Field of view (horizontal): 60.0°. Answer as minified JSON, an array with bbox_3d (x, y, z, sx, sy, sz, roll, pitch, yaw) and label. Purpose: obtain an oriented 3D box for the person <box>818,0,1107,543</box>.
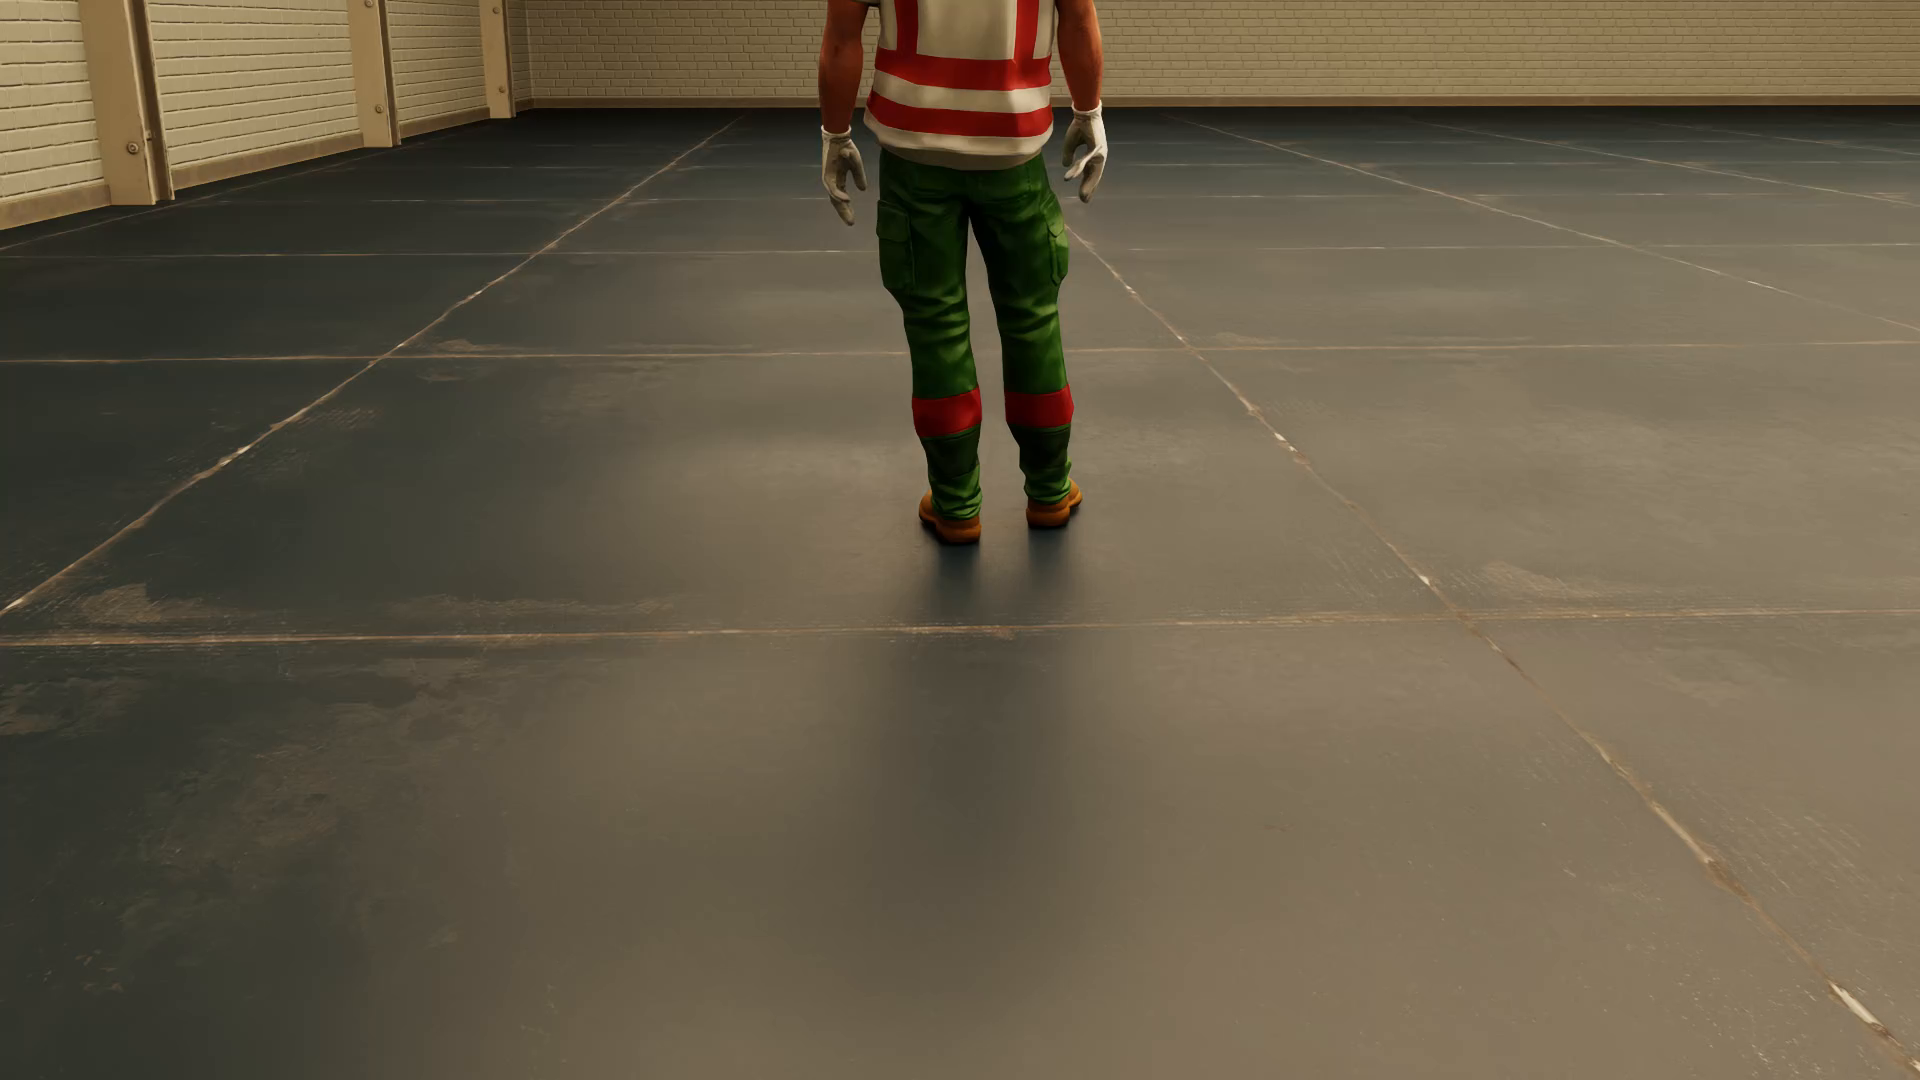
[{"bbox_3d":[0.008,-0.886,3.731,0.637,1.787,0.564,-1,17,-3],"label":"person"}]
